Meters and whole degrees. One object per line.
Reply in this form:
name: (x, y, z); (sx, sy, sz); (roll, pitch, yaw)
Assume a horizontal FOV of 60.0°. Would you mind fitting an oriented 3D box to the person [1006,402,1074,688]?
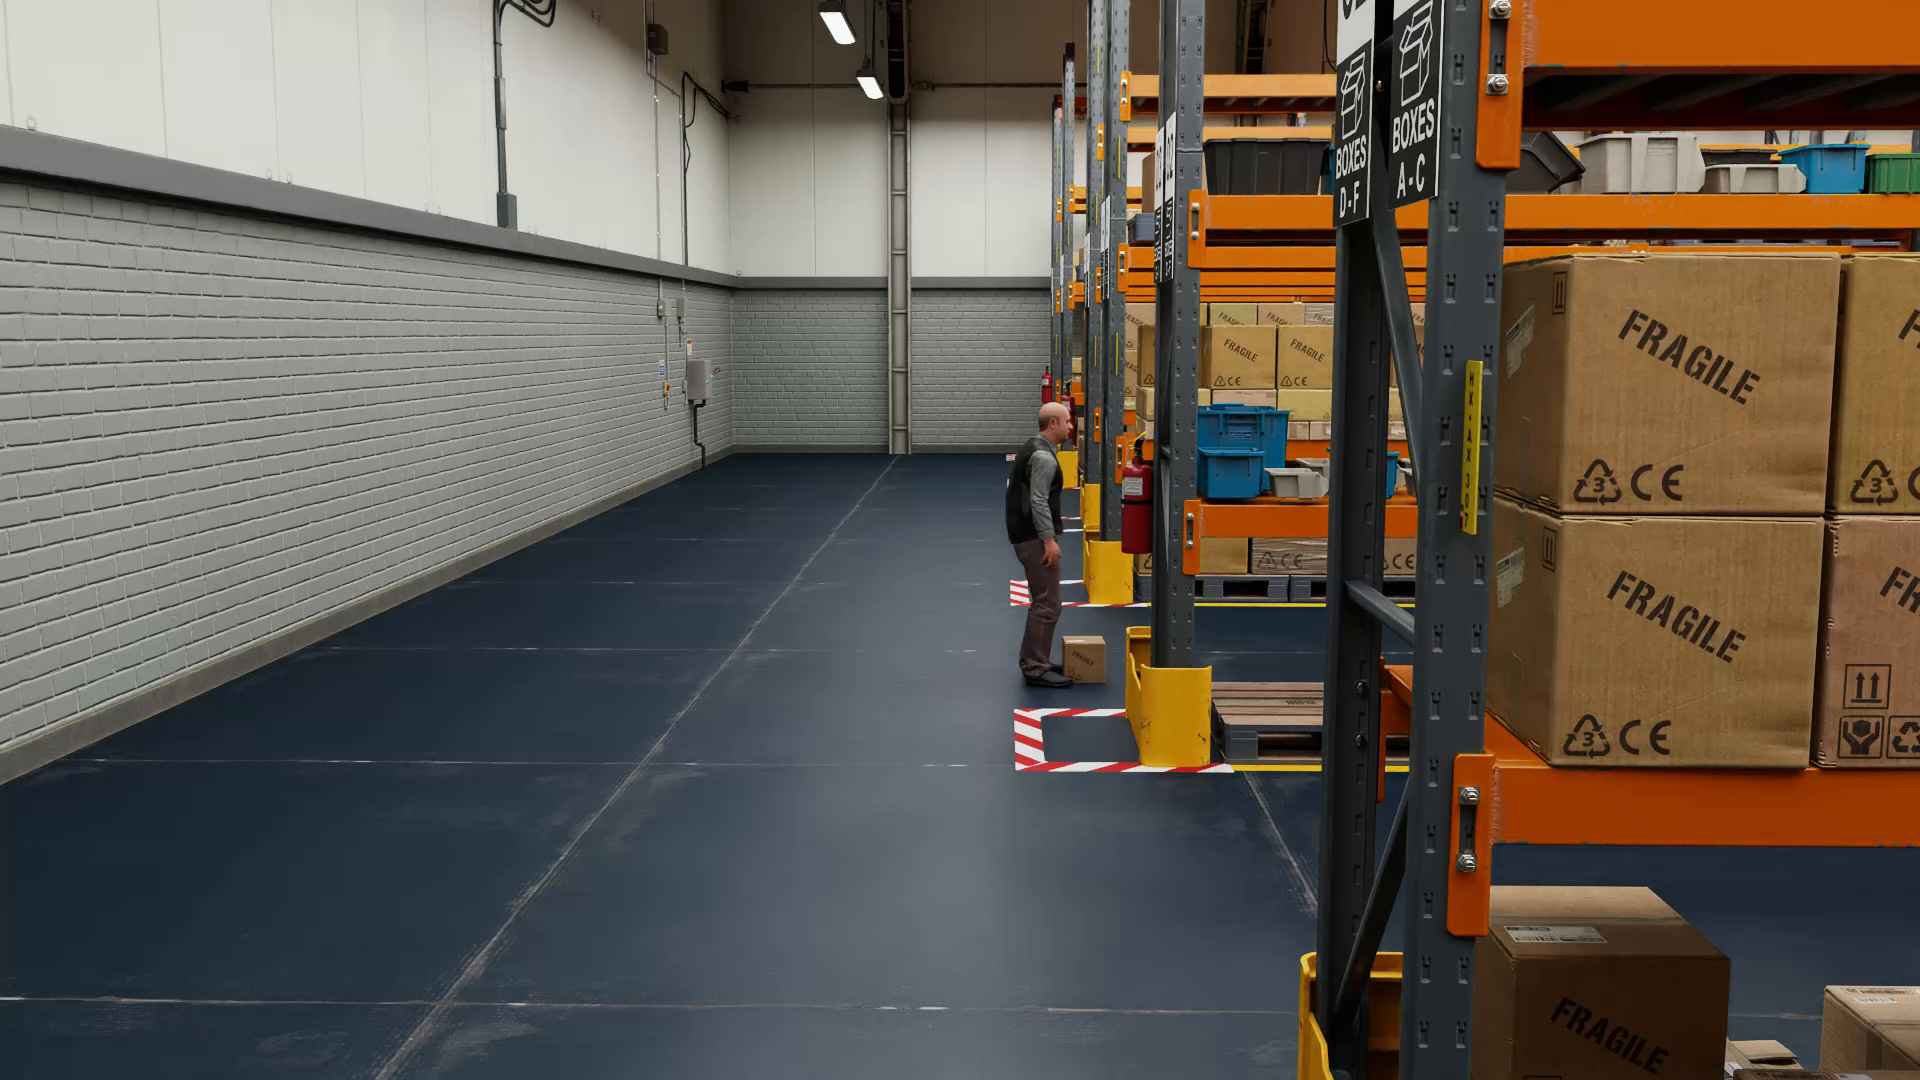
person: (0.489, 0.013, 10.258); (0.412, 1.721, 0.586); (0, 7, 0)
